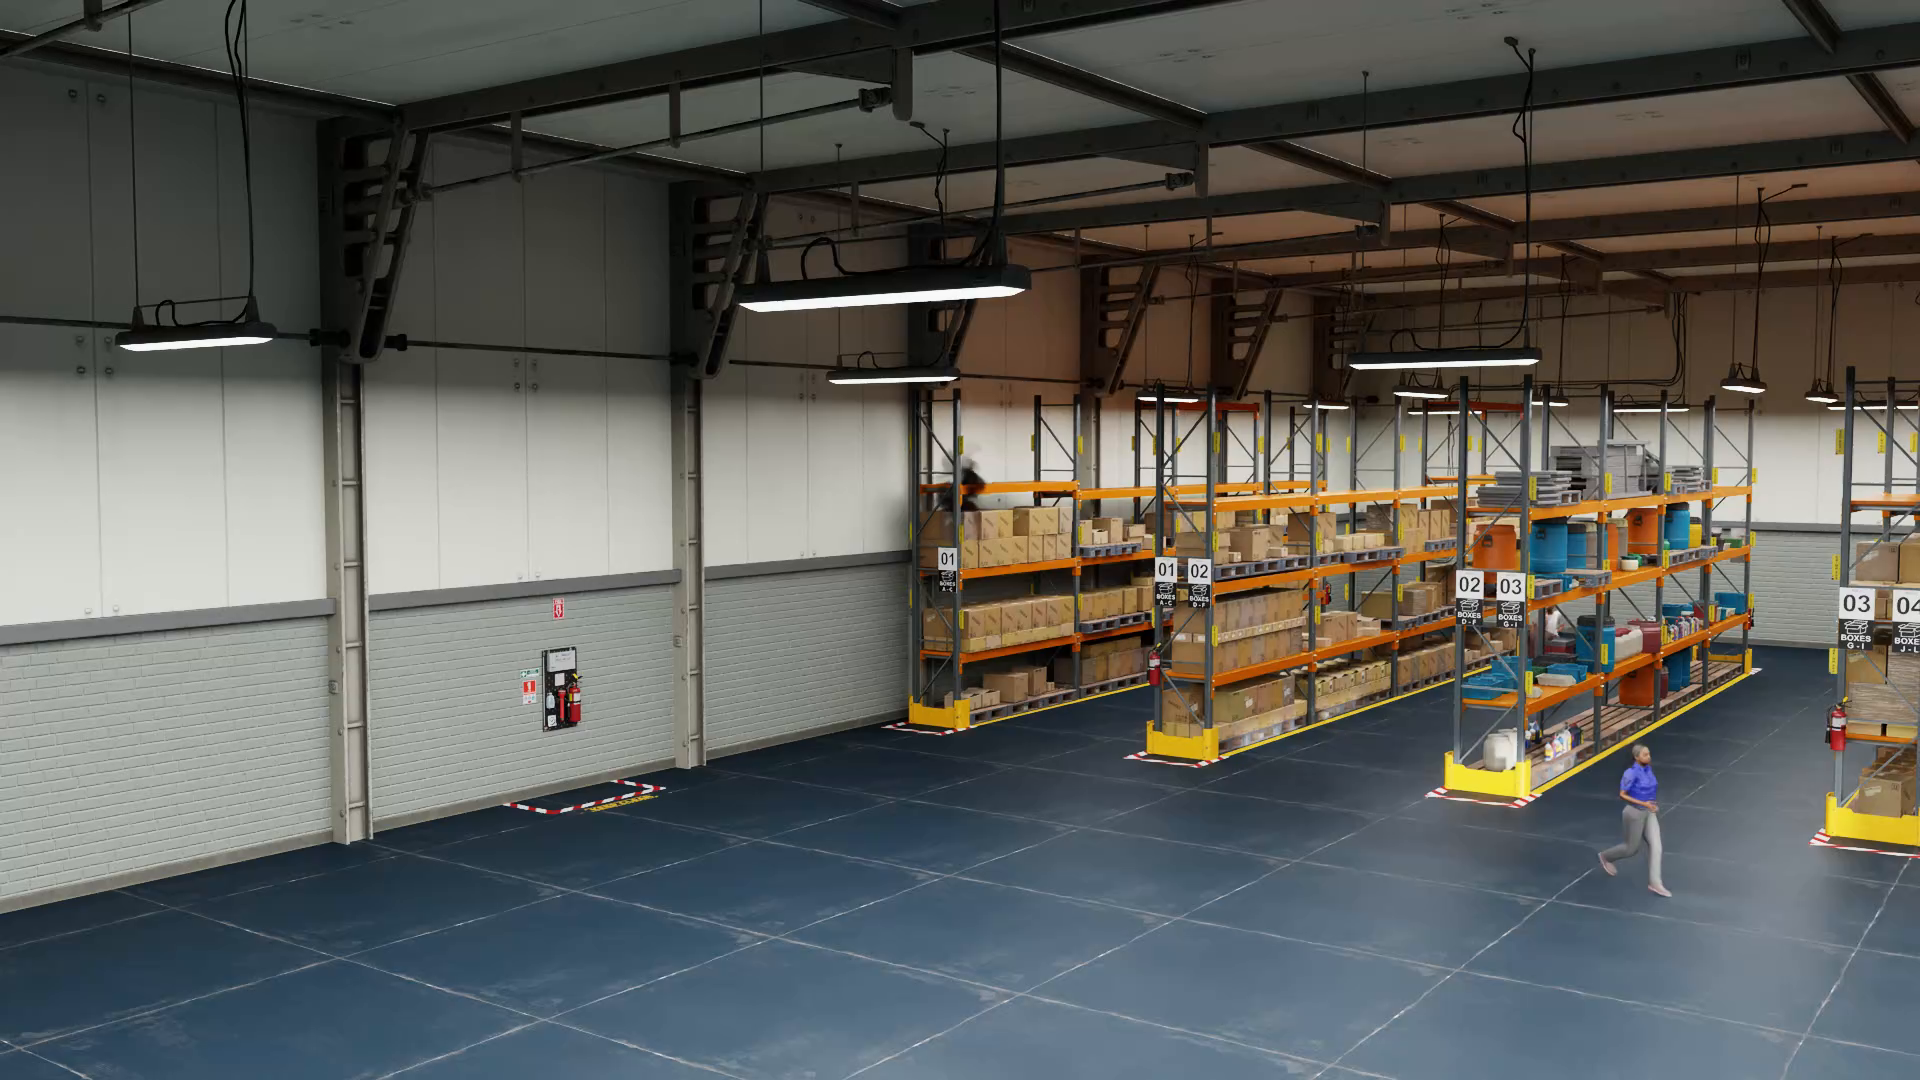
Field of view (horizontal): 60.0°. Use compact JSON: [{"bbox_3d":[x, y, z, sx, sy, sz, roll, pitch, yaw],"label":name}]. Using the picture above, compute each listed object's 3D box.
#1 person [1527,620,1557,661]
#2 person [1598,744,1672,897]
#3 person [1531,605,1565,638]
[{"bbox_3d":[10.970,2.360,31.486,0.716,1.693,0.836,2,4,35],"label":"person"},{"bbox_3d":[7.608,3.108,18.695,0.563,1.644,0.901,-2,4,-29],"label":"person"},{"bbox_3d":[12.545,2.111,35.491,0.683,1.734,0.592,1,3,21],"label":"person"}]
